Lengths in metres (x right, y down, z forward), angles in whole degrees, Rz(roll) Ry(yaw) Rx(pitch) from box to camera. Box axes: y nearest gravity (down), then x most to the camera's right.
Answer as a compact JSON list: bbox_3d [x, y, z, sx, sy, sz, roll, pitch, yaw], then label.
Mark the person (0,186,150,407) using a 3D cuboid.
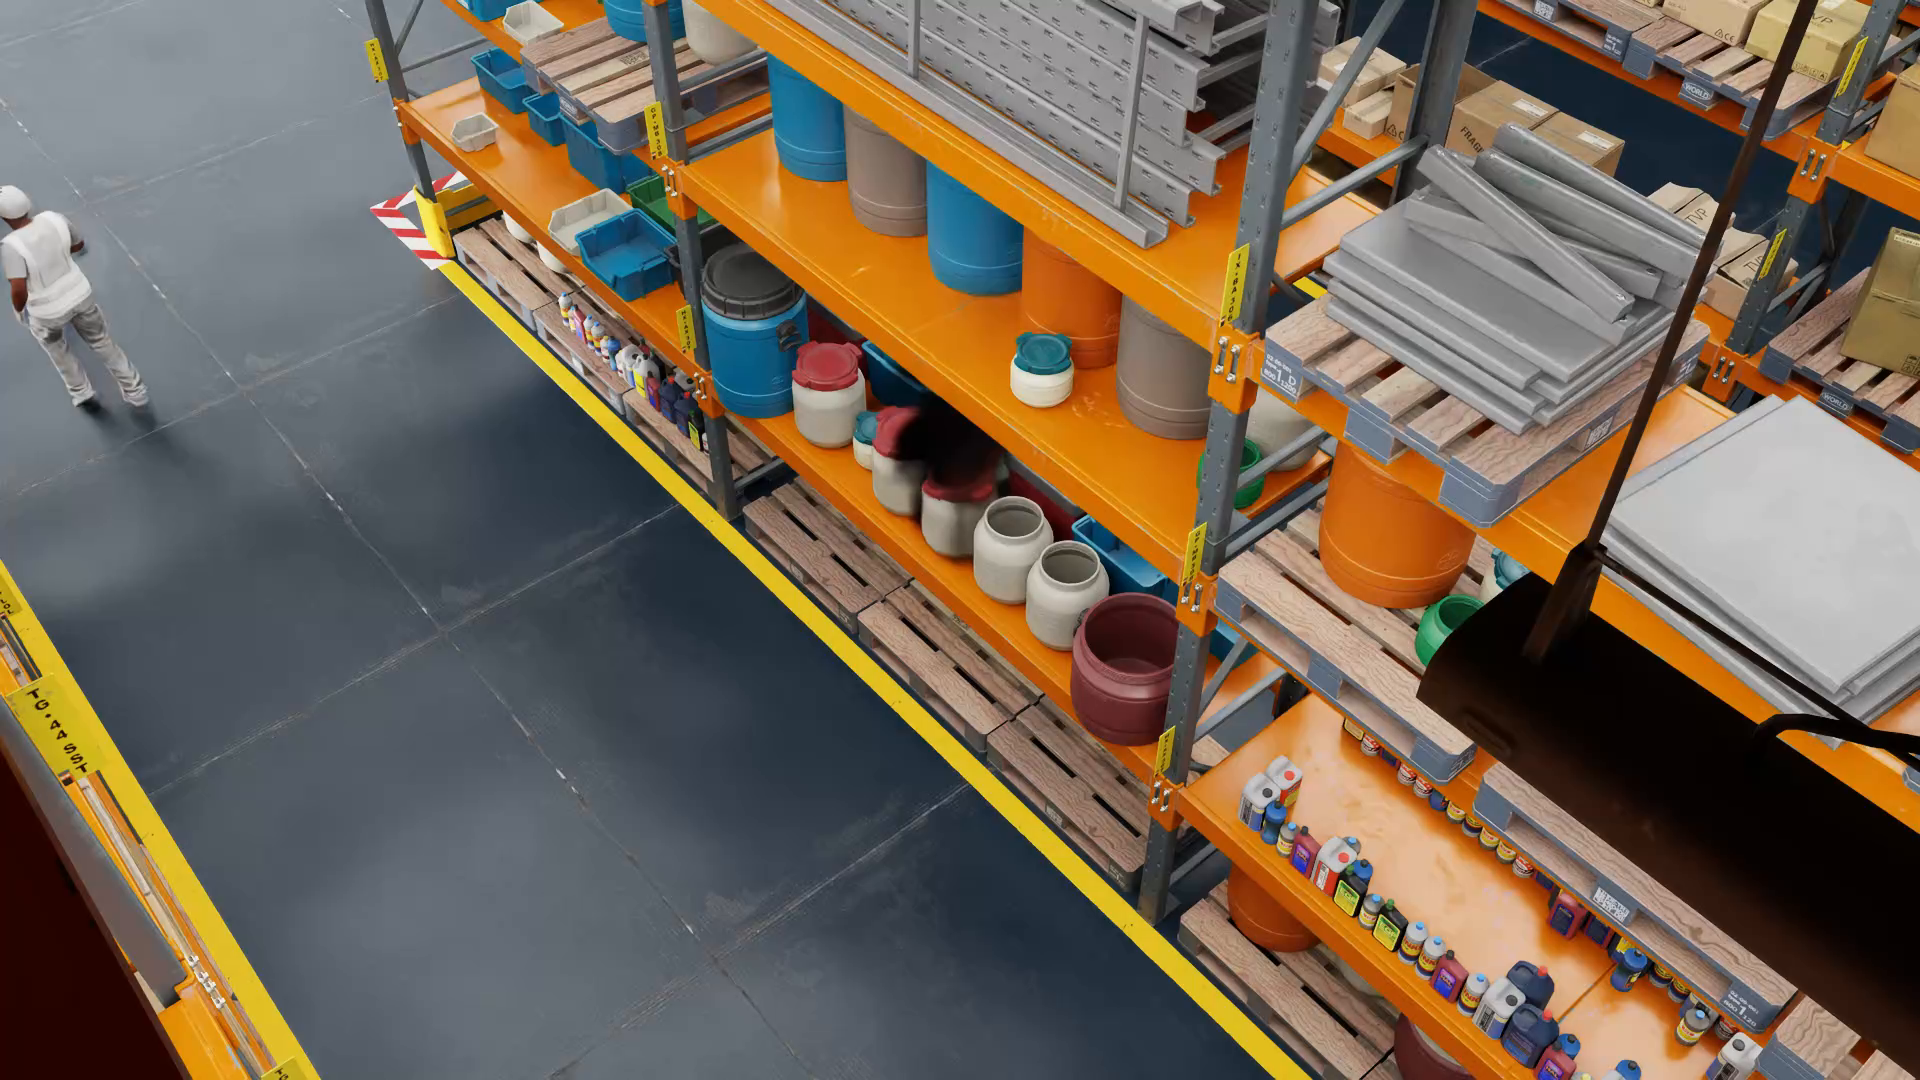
[{"bbox_3d":[-6.102,-1.589,11.287,0.766,1.867,0.701,25,51,22],"label":"person"}]
